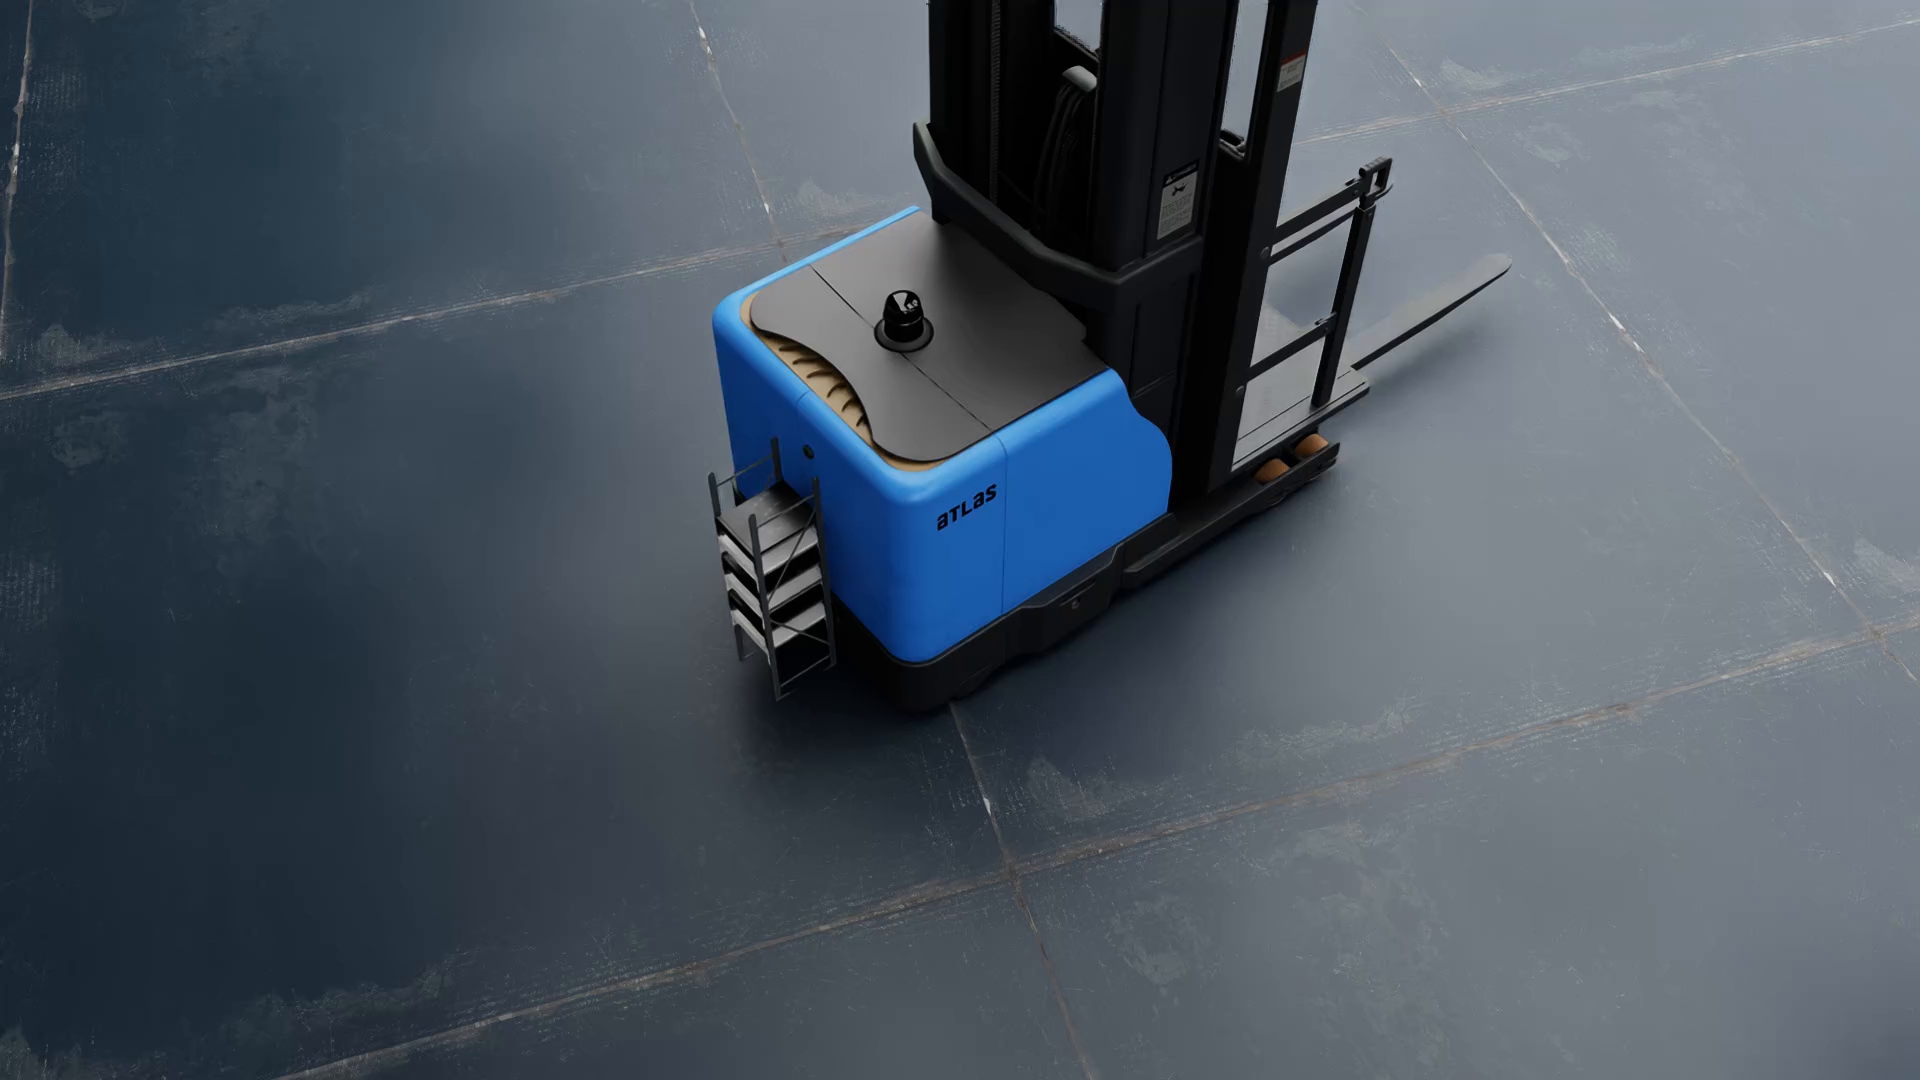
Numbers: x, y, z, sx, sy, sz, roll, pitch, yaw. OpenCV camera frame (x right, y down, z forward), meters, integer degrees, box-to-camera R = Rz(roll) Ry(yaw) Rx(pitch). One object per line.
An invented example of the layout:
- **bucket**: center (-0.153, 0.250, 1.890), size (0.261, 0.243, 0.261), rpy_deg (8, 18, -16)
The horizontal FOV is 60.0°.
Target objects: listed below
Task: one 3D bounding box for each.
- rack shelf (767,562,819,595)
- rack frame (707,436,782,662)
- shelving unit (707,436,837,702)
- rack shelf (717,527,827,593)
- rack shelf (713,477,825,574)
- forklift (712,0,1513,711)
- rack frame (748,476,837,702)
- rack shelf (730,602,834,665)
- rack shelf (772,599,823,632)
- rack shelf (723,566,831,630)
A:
- **rack shelf**: center (-0.560, 0.062, 5.016), size (0.199, 0.015, 0.184), rpy_deg (-32, 57, -24)
- **rack frame**: center (-0.624, 0.048, 5.121), size (0.240, 0.900, 0.006), rpy_deg (-32, 57, -24)
- **shelving unit**: center (-0.560, 0.108, 5.070), size (0.258, 0.900, 0.210), rpy_deg (-32, 57, -24)
- **rack shelf**: center (-0.560, 0.013, 4.958), size (0.258, 0.077, 0.200), rpy_deg (-32, 57, -24)
- **rack shelf**: center (-0.560, -0.045, 4.889), size (0.258, 0.077, 0.200), rpy_deg (-32, 57, -24)
- **forklift**: center (0.718, -1.356, 4.977), size (3.031, 2.935, 1.130), rpy_deg (-31, 56, -23)
- **rack frame**: center (-0.496, 0.168, 5.020), size (0.240, 0.900, 0.006), rpy_deg (-32, 57, -24)
- **rack shelf**: center (-0.560, 0.246, 5.233), size (0.258, 0.077, 0.200), rpy_deg (-32, 57, -24)
- **rack shelf**: center (-0.560, 0.178, 5.153), size (0.199, 0.015, 0.184), rpy_deg (-32, 57, -24)
- **rack shelf**: center (-0.560, 0.129, 5.096), size (0.258, 0.077, 0.200), rpy_deg (-32, 57, -24)
